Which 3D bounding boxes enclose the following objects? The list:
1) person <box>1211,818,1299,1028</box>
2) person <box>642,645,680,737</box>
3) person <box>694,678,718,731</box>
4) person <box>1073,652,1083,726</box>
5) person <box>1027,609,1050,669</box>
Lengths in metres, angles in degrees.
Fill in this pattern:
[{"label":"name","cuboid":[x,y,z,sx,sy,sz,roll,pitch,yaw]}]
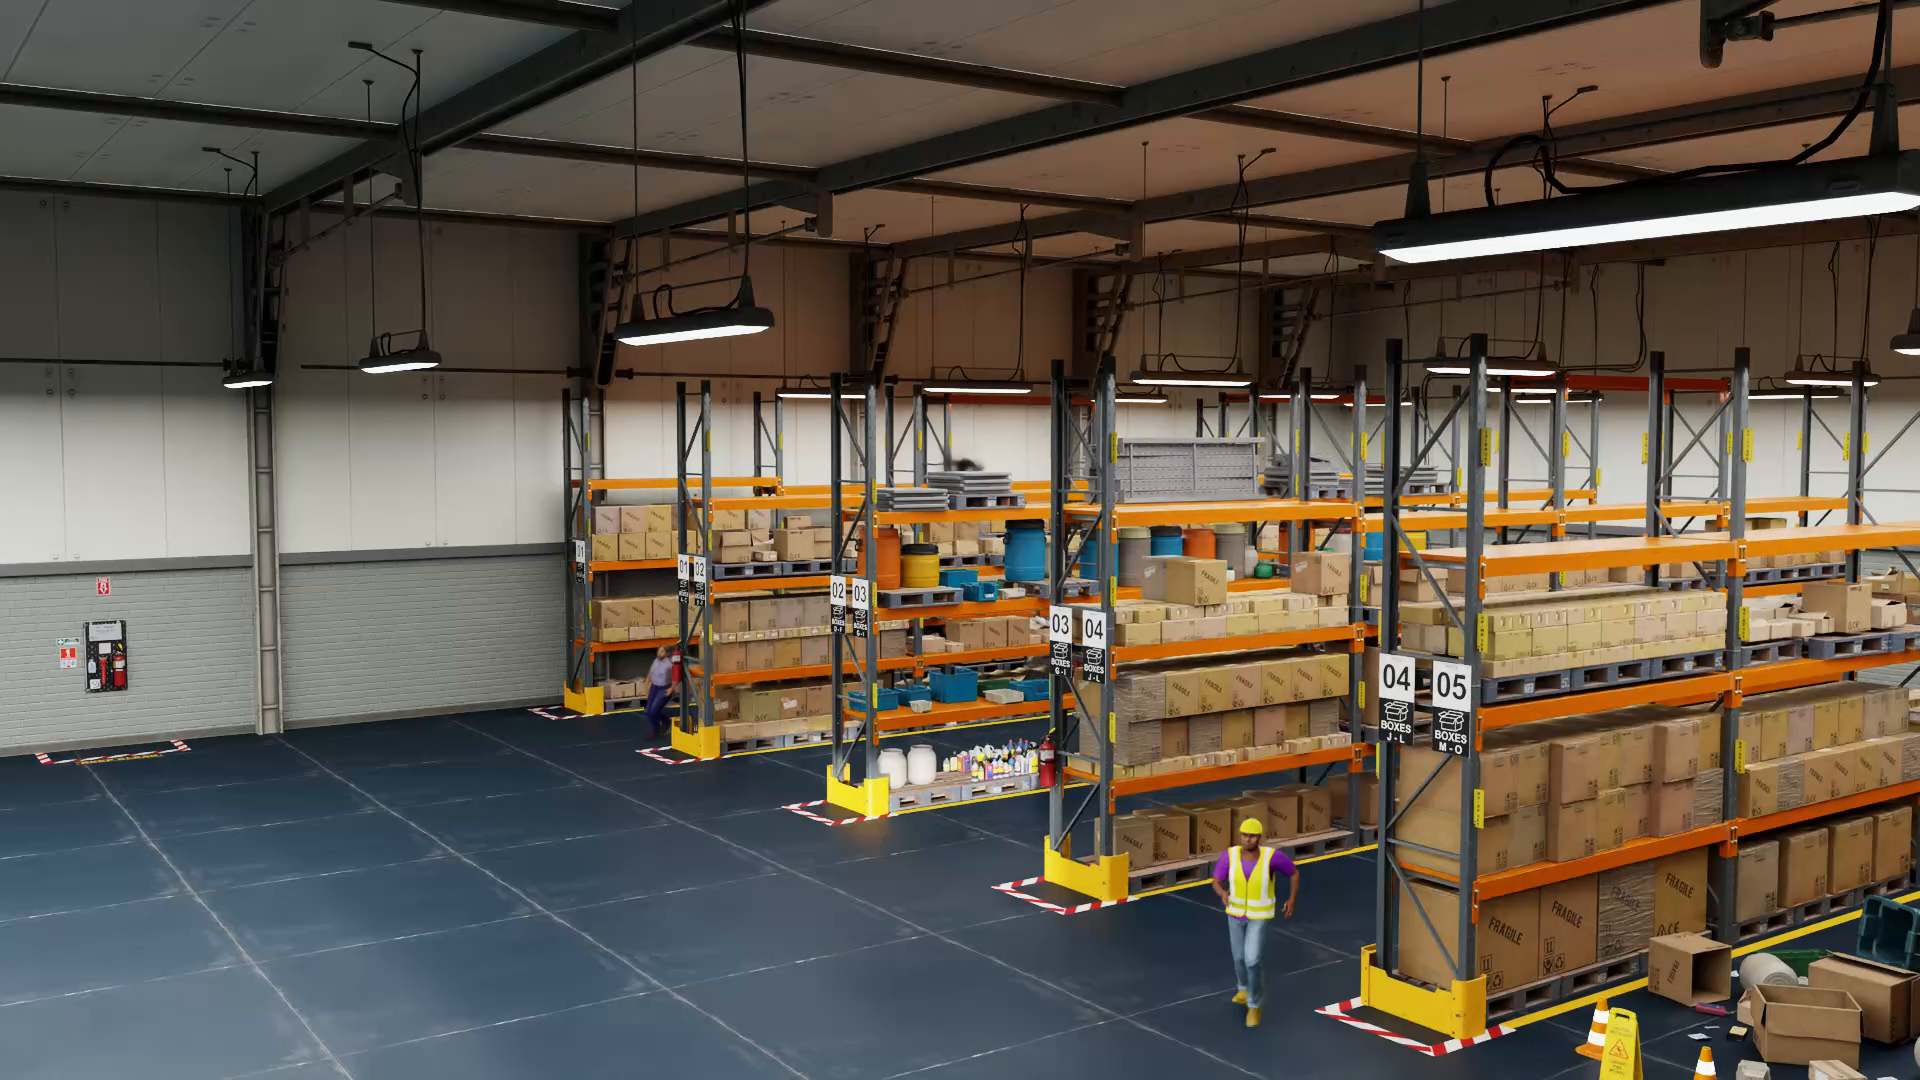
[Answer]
[{"label":"person","cuboid":[2.574,3.356,14.664,0.730,1.838,0.738,2,4,26]},{"label":"person","cuboid":[-5.080,2.574,28.182,0.663,1.596,0.510,3,5,36]},{"label":"person","cuboid":[-4.331,2.500,28.939,0.541,1.567,0.843,3,5,37]},{"label":"person","cuboid":[2.037,2.547,27.146,0.575,1.721,0.693,-2,4,-33]},{"label":"person","cuboid":[1.539,2.153,33.998,0.683,1.716,0.616,-3,5,-39]}]
